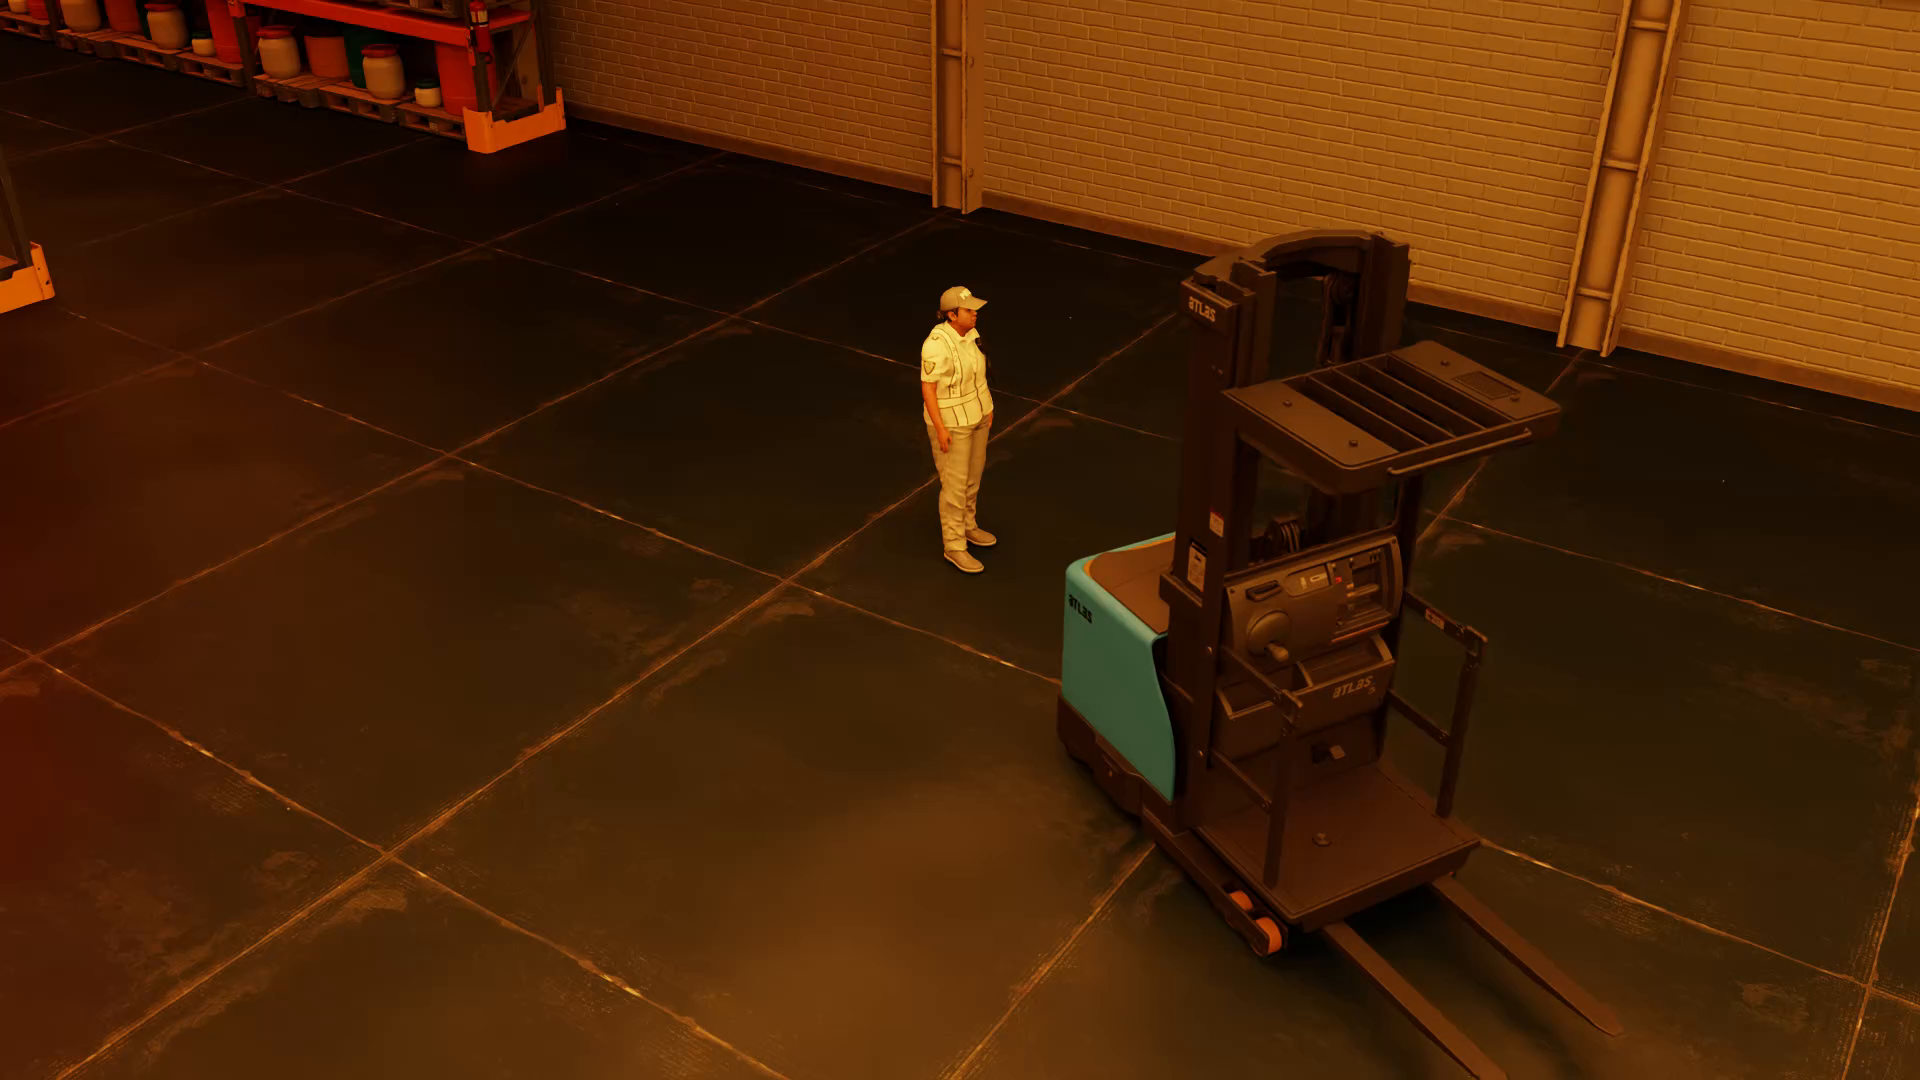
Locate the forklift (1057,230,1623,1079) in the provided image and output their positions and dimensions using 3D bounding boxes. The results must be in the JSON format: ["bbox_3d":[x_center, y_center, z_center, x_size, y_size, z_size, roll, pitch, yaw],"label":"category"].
[{"bbox_3d":[1.648,0.305,7.056,1.130,2.935,3.031,-15,33,-24],"label":"forklift"}]

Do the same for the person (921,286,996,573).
[{"bbox_3d":[0.051,-0.696,10.025,0.529,1.670,0.598,19,35,29],"label":"person"}]
